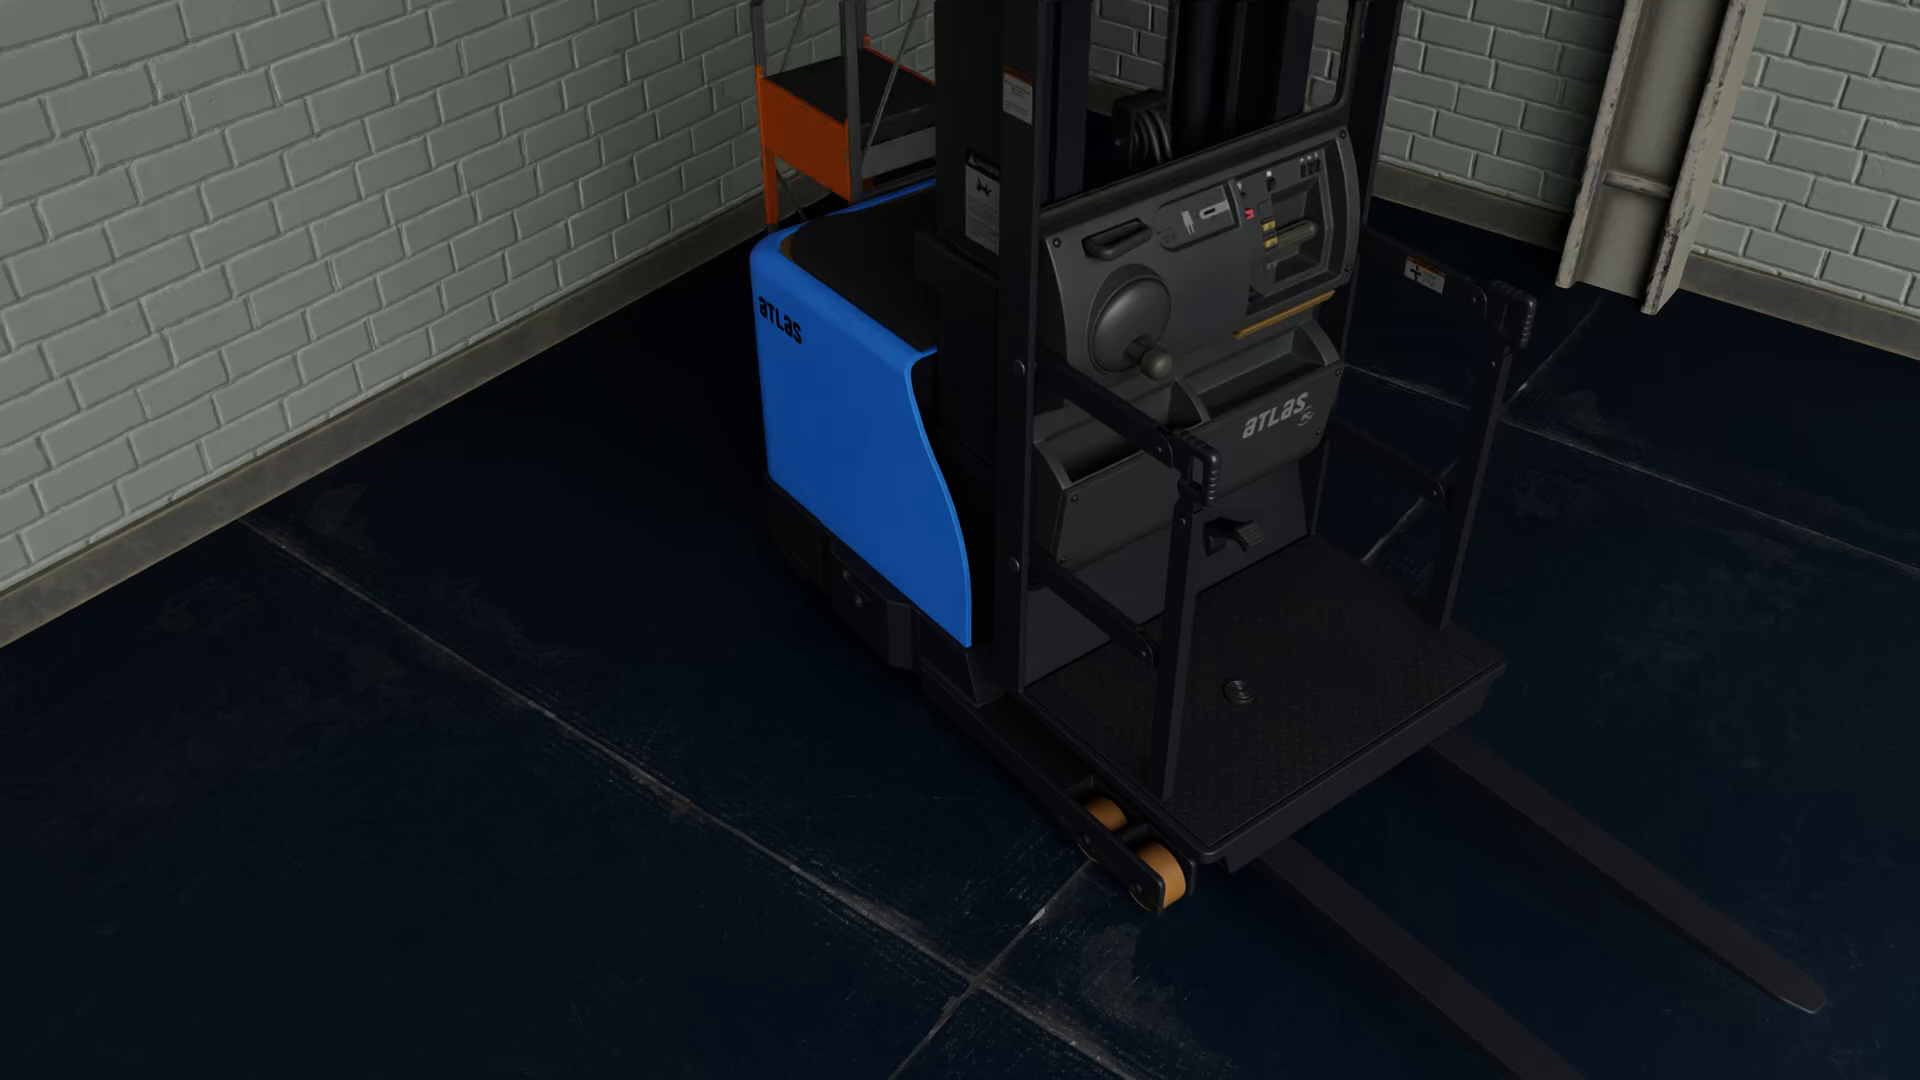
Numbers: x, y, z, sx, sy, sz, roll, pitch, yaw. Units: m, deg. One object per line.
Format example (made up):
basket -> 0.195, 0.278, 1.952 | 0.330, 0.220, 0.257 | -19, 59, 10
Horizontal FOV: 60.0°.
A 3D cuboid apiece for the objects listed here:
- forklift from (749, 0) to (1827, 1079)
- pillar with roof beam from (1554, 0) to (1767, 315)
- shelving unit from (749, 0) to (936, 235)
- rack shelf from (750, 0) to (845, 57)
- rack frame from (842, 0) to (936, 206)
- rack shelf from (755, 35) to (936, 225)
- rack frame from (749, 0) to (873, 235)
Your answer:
forklift -> 0.699, -0.593, 3.630 | 1.130, 2.935, 3.031 | -25, 45, -29
pillar with roof beam -> -0.033, -2.440, 1.067 | 0.400, 9.000, 9.100 | 25, 45, 29
shelving unit -> -0.302, -1.176, 5.048 | 0.431, 2.100, 0.503 | -25, 45, -29
rack shelf -> -0.302, -1.716, 4.625 | 0.431, 0.518, 0.480 | -25, 45, -29
rack frame -> -0.153, -1.056, 4.896 | 0.400, 2.100, 0.015 | -25, 45, -29
rack shelf -> -0.302, -1.165, 5.057 | 0.431, 0.518, 0.480 | -25, 45, -29
rack frame -> -0.450, -1.295, 5.201 | 0.400, 2.100, 0.015 | -25, 45, -29
